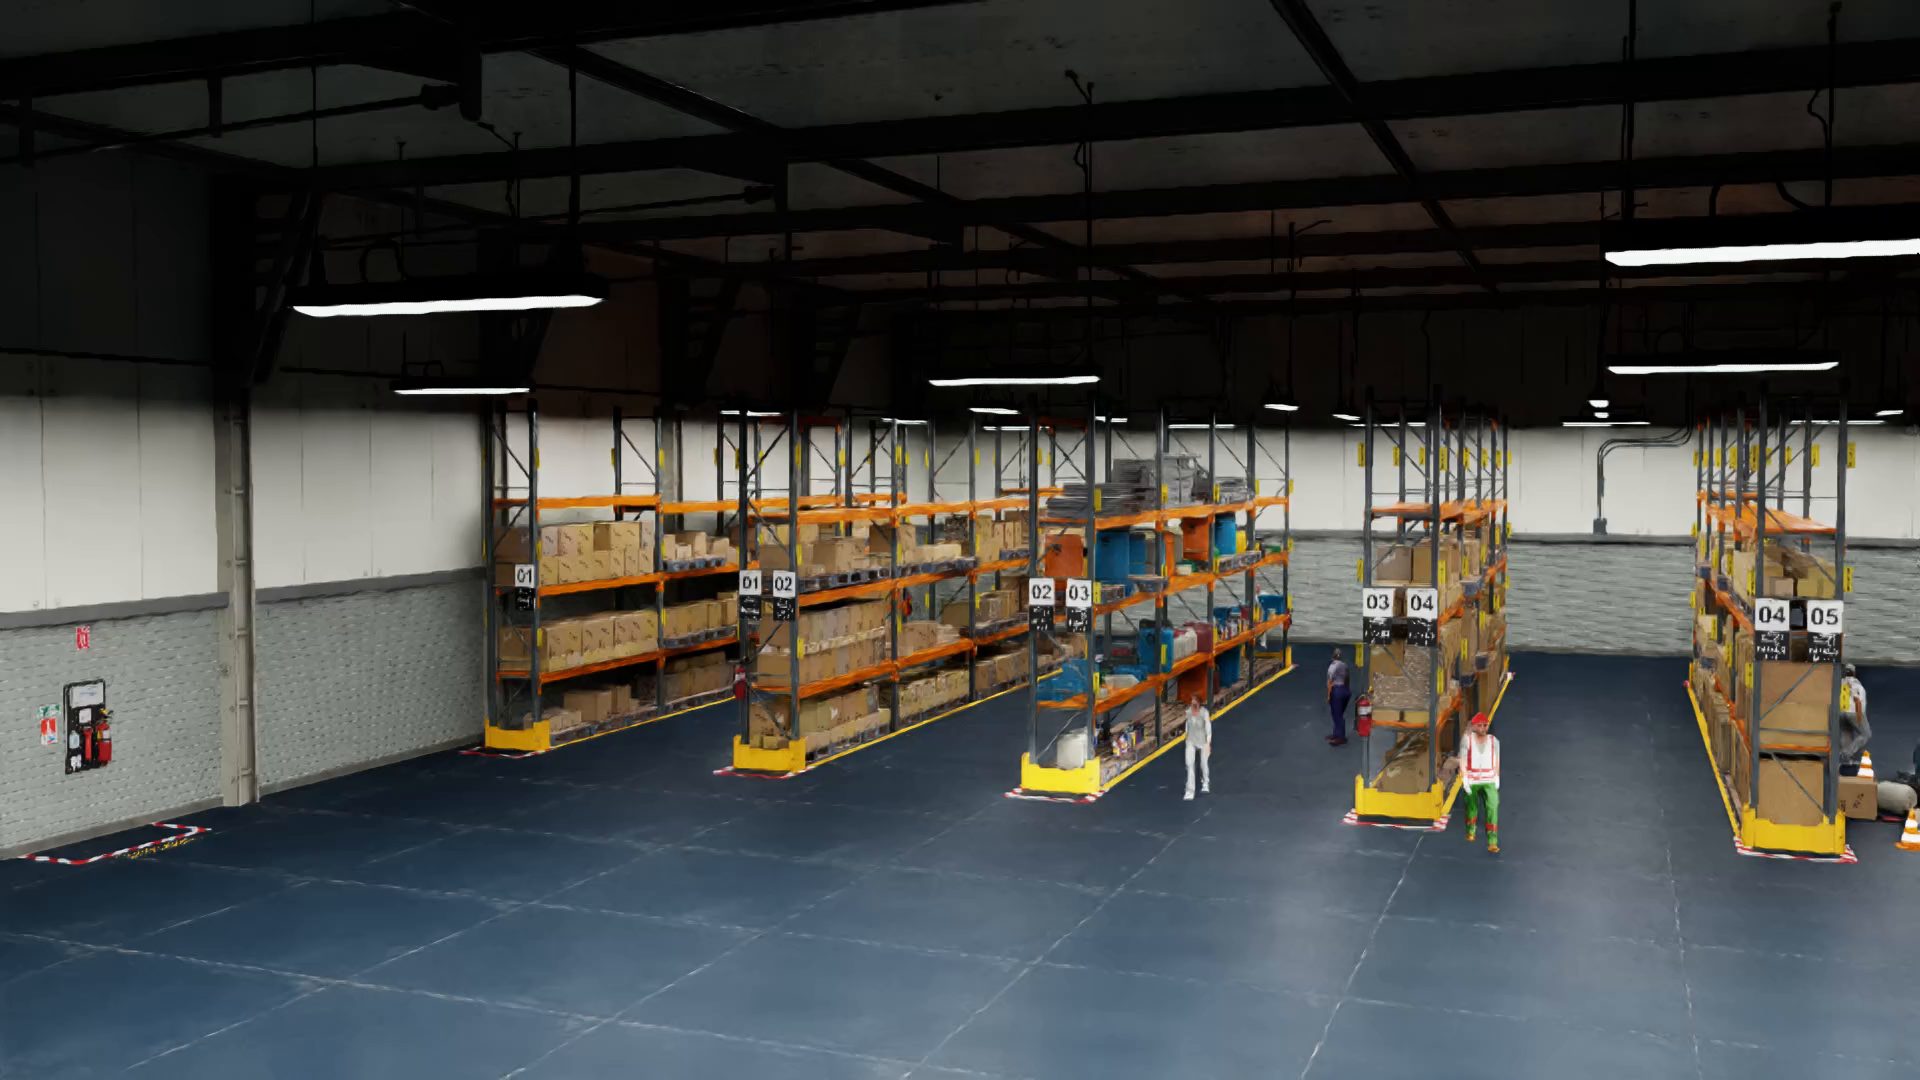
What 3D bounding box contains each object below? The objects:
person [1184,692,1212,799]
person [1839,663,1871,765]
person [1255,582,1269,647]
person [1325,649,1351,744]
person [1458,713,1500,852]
[{"bbox_3d":[3.527,3.010,24.569,0.432,1.539,0.948,1,3,20],"label":"person"},{"bbox_3d":[14.490,2.839,27.047,0.441,1.659,0.539,0,3,-9],"label":"person"},{"bbox_3d":[7.905,1.967,44.122,0.724,1.733,0.546,1,3,21],"label":"person"},{"bbox_3d":[6.614,2.726,29.236,0.565,1.641,0.610,3,4,43],"label":"person"},{"bbox_3d":[6.651,3.074,21.294,0.528,1.728,1.032,1,3,13],"label":"person"}]
